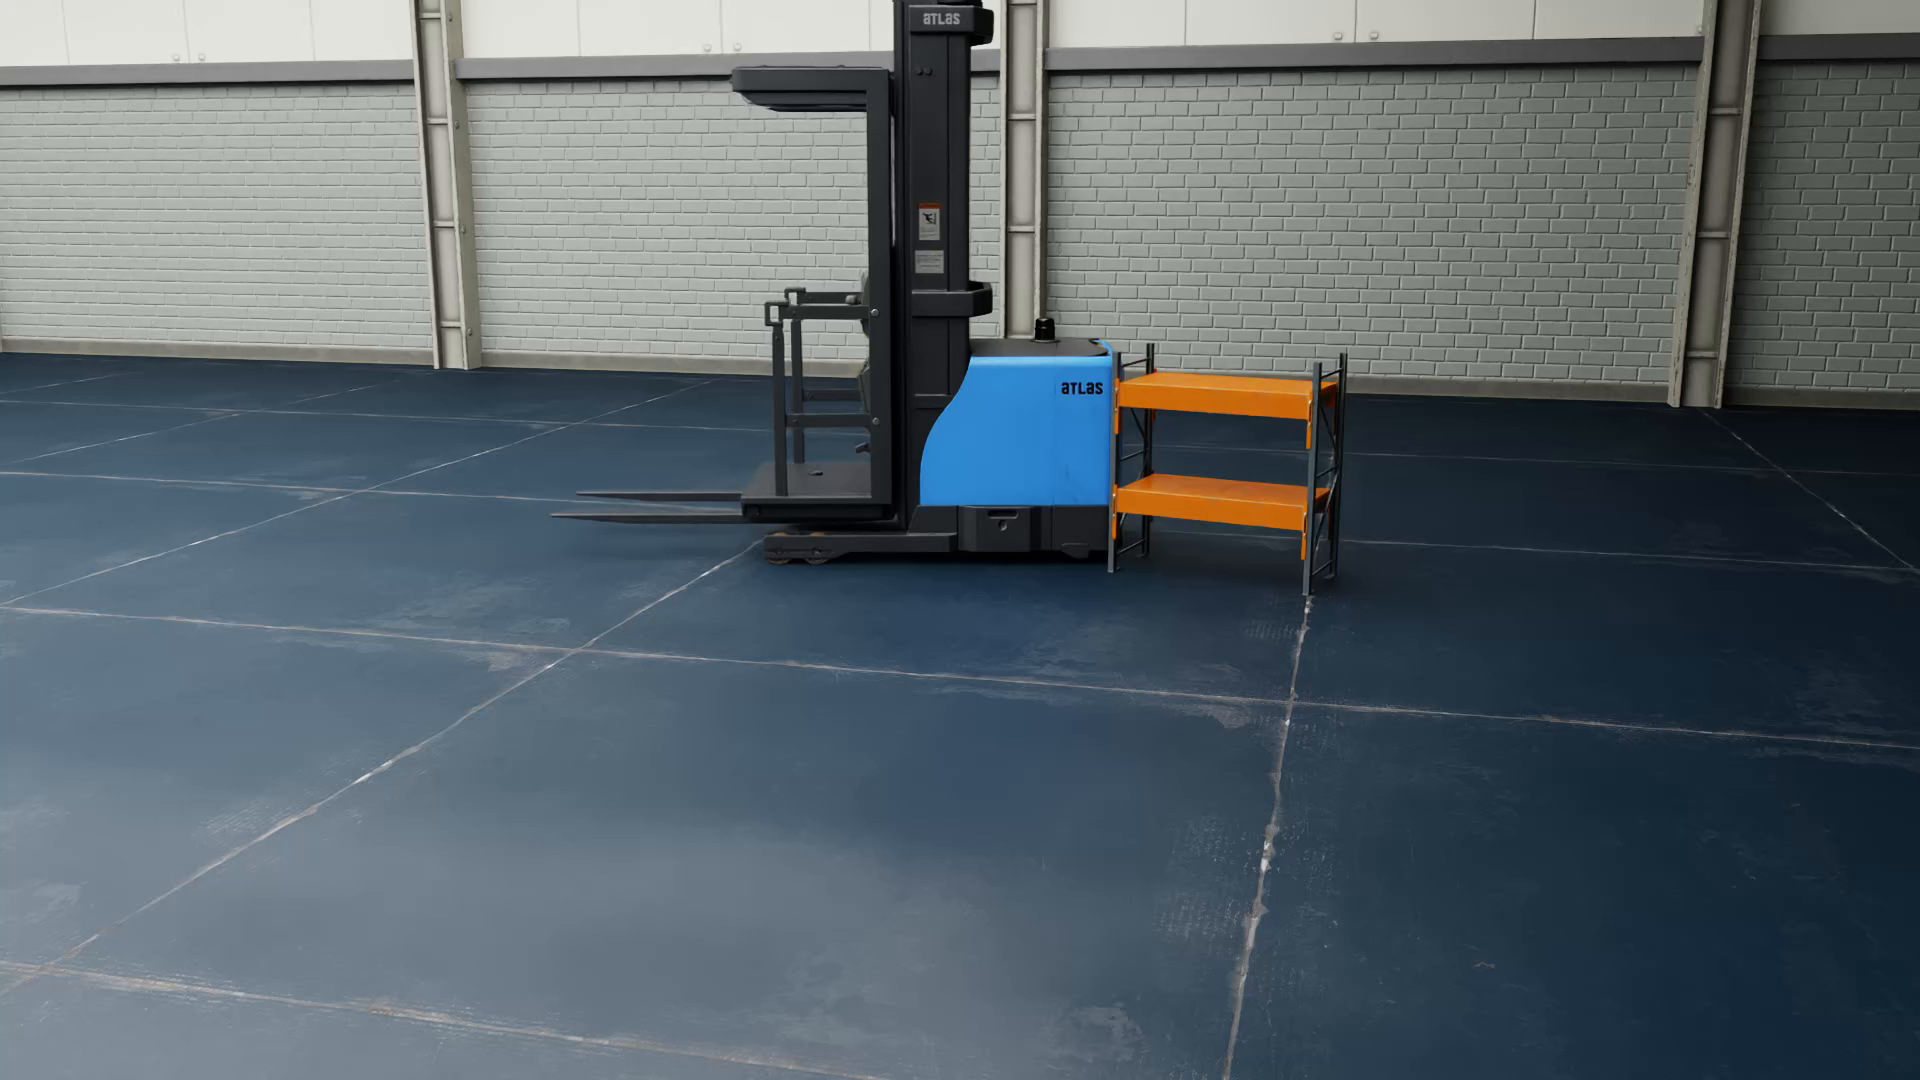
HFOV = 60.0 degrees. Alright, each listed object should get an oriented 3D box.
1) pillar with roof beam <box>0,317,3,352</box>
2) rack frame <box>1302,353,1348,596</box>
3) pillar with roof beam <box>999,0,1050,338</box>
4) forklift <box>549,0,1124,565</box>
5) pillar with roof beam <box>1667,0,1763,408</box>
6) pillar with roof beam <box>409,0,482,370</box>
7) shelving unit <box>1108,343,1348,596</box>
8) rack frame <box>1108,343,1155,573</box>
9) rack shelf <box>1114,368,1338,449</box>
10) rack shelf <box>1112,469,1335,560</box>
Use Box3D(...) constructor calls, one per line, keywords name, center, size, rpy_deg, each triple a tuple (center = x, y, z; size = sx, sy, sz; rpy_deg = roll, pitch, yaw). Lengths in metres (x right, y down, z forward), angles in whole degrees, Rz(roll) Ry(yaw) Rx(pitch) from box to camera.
Box3D(name="pillar with roof beam", center=(-12.087, -5.600, 13.700), size=(0.400, 9.000, 9.100), rpy_deg=(3, 13, 14))
Box3D(name="rack frame", center=(1.783, -0.327, 8.112), size=(0.032, 1.125, 0.500), rpy_deg=(7, 14, 27))
Box3D(name="pillar with roof beam", center=(-0.436, -4.978, 10.893), size=(0.400, 9.000, 9.100), rpy_deg=(3, 13, 14))
Box3D(name="forklift", center=(-0.661, -1.418, 8.857), size=(3.031, 2.935, 1.130), rpy_deg=(0, 13, 0))
Box3D(name="pillar with roof beam", center=(5.389, -4.666, 9.490), size=(0.400, 9.000, 9.100), rpy_deg=(3, 13, 14))
Box3D(name="pillar with roof beam", center=(-6.261, -5.289, 12.297), size=(0.400, 9.000, 9.100), rpy_deg=(3, 13, 14))
Box3D(name="shelving unit", center=(1.334, -0.379, 8.344), size=(1.048, 1.125, 0.538), rpy_deg=(7, 14, 27))
Box3D(name="rack frame", center=(0.885, -0.430, 8.576), size=(0.032, 1.125, 0.500), rpy_deg=(7, 14, 27))
Box3D(name="rack shelf", center=(1.334, -0.665, 8.281), size=(1.000, 0.278, 0.538), rpy_deg=(7, 14, 27))
Box3D(name="rack shelf", center=(1.334, -0.140, 8.397), size=(1.000, 0.278, 0.538), rpy_deg=(7, 14, 27))
